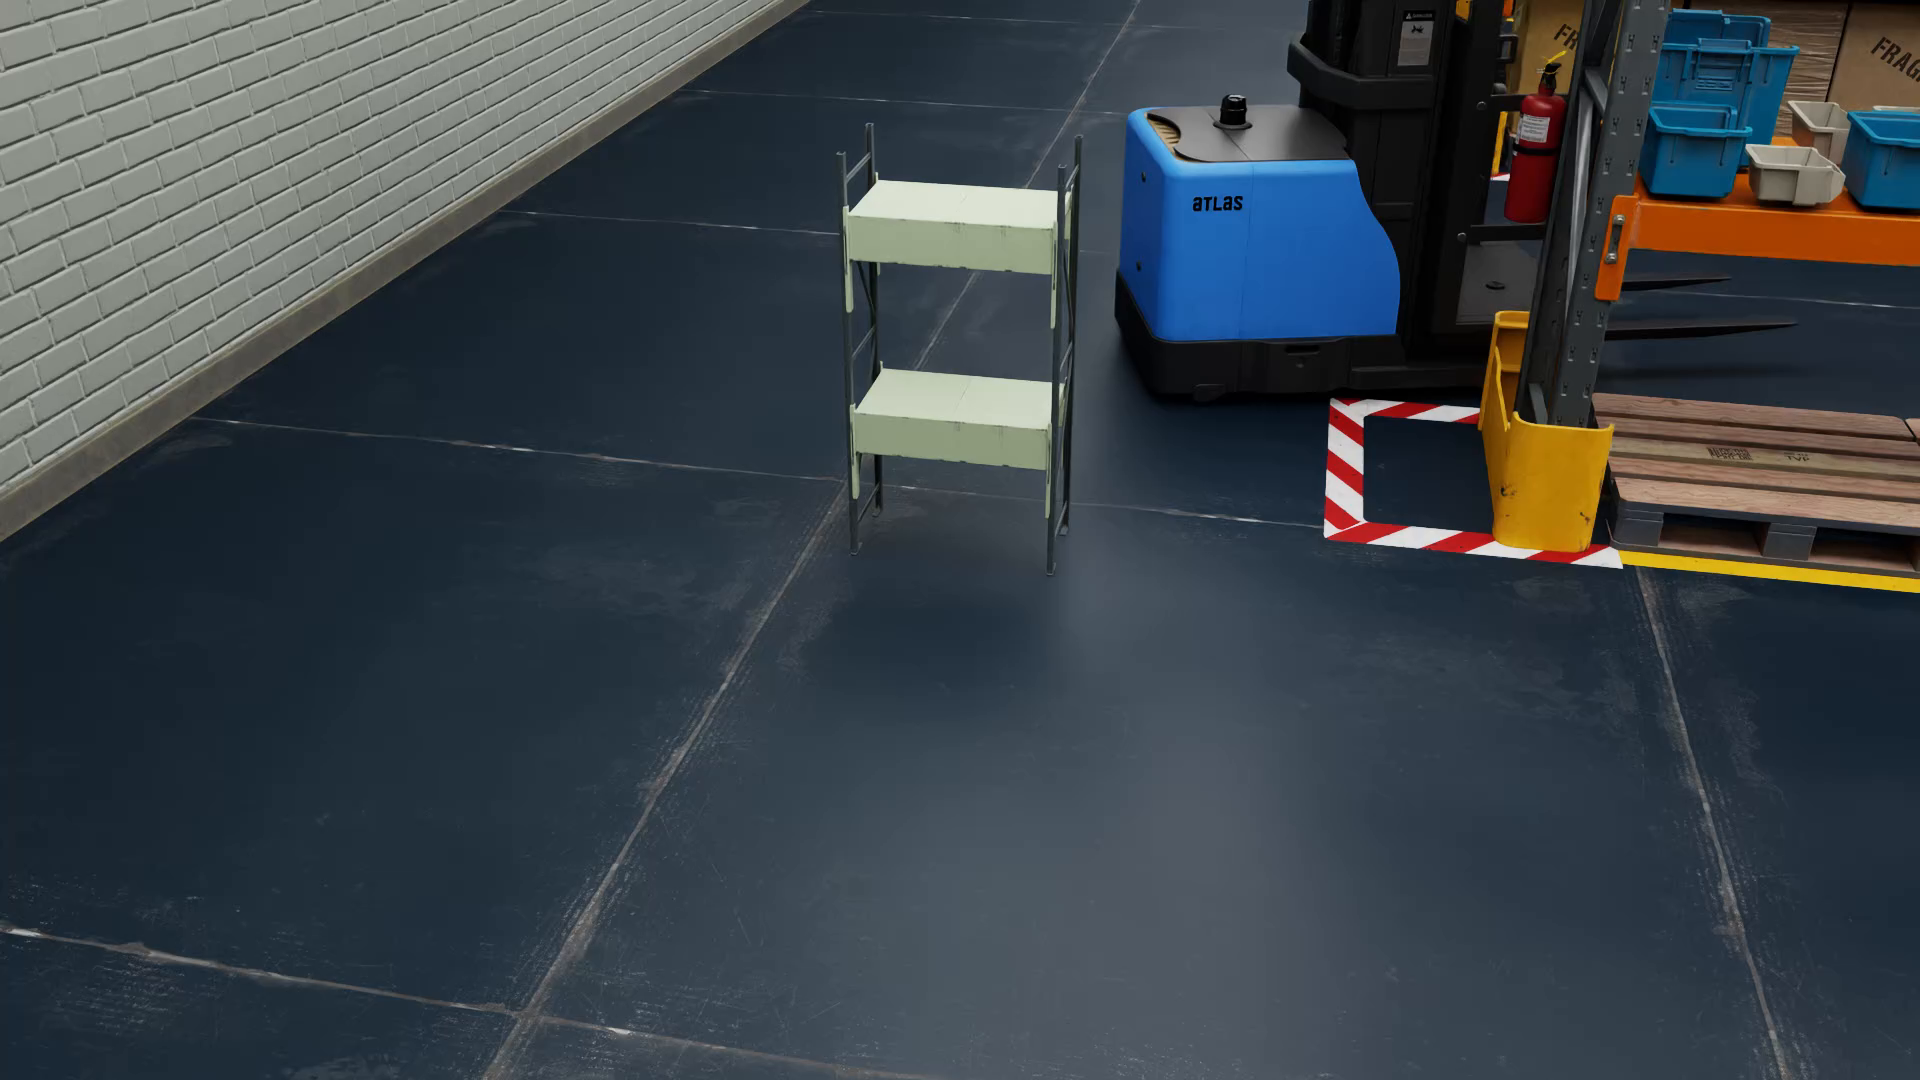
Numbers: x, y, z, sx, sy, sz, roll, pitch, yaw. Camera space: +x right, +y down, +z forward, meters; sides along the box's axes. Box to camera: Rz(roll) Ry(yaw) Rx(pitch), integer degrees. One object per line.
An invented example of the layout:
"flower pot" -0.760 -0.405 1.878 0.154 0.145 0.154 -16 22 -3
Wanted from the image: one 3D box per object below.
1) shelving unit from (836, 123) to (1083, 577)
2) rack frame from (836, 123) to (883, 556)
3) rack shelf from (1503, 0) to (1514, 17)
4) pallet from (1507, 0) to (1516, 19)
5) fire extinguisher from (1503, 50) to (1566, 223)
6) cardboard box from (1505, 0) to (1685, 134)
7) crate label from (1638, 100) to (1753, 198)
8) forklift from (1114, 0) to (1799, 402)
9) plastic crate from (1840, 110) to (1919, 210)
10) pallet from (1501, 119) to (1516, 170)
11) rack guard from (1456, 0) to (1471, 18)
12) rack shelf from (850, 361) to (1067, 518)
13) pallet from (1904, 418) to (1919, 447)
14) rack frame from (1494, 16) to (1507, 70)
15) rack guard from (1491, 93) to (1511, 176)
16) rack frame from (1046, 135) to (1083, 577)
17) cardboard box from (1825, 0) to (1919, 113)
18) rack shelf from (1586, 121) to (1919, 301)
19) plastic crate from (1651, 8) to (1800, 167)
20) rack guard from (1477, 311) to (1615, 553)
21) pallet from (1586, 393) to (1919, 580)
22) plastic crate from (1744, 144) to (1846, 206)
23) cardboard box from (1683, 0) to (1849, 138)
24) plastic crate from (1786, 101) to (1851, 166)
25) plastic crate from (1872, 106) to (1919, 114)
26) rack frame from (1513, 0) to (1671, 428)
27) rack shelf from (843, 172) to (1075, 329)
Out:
"shelving unit" 0.007 -0.657 5.889 0.755 1.500 0.431 6 29 11
"rack frame" -0.351 -0.694 5.956 0.023 1.500 0.400 6 29 11
"rack shelf" 5.304 -3.366 10.023 4.000 0.370 1.077 6 29 11
"pallet" 5.344 -4.872 14.929 1.213 0.211 1.003 6 29 11
"fire extinguisher" 2.261 -1.587 6.493 0.183 0.674 0.296 6 29 11
"cardboard box" 3.991 -3.107 10.577 0.875 0.875 0.875 6 29 11
"crate label" 2.486 -1.329 5.666 0.303 0.233 0.416 6 29 11
"forklift" 2.299 -2.173 7.166 3.031 2.935 1.130 -3 29 -5
"plastic crate" 3.130 -1.263 5.545 0.300 0.233 0.416 6 29 11
"pallet" 4.146 -2.615 10.807 1.213 0.211 1.003 6 29 11
"rack guard" 4.557 -5.097 15.039 0.348 0.500 1.175 6 29 11
"rack shelf" 0.007 -0.371 6.045 0.720 0.370 0.431 6 29 11
"pallet" 4.302 -0.108 6.228 1.213 0.211 1.003 6 29 11
"rack frame" 3.348 -3.882 10.217 0.127 3.000 1.000 6 29 11
"rack guard" 3.325 -2.788 10.821 0.348 0.500 1.175 6 29 11
"rack frame" 0.364 -0.620 5.822 0.023 1.500 0.400 6 29 11
"cardboard box" 5.751 -2.927 10.248 0.875 0.875 0.875 6 29 11
"rack shelf" 4.270 -1.040 5.774 4.000 0.370 1.077 6 29 11
"plastic crate" 2.680 -1.652 6.044 0.499 0.435 0.616 6 29 11
"rack guard" 2.288 -0.455 6.561 0.348 0.500 1.175 6 29 11
"pallet" 3.112 -0.232 6.453 1.213 0.211 1.003 6 29 11
"plastic crate" 2.783 -1.216 5.559 0.298 0.136 0.250 6 29 11
"cardboard box" 4.881 -3.016 10.411 0.875 0.875 0.875 6 29 11
"plastic crate" 3.149 -1.470 6.023 0.243 0.136 0.396 6 29 11
"plastic crate" 3.429 -1.434 5.957 0.243 0.136 0.396 6 29 11
"rack frame" 2.314 -1.556 5.968 0.127 3.000 1.000 6 29 11
"rack shelf" 0.007 -1.000 5.701 0.720 0.370 0.431 6 29 11
